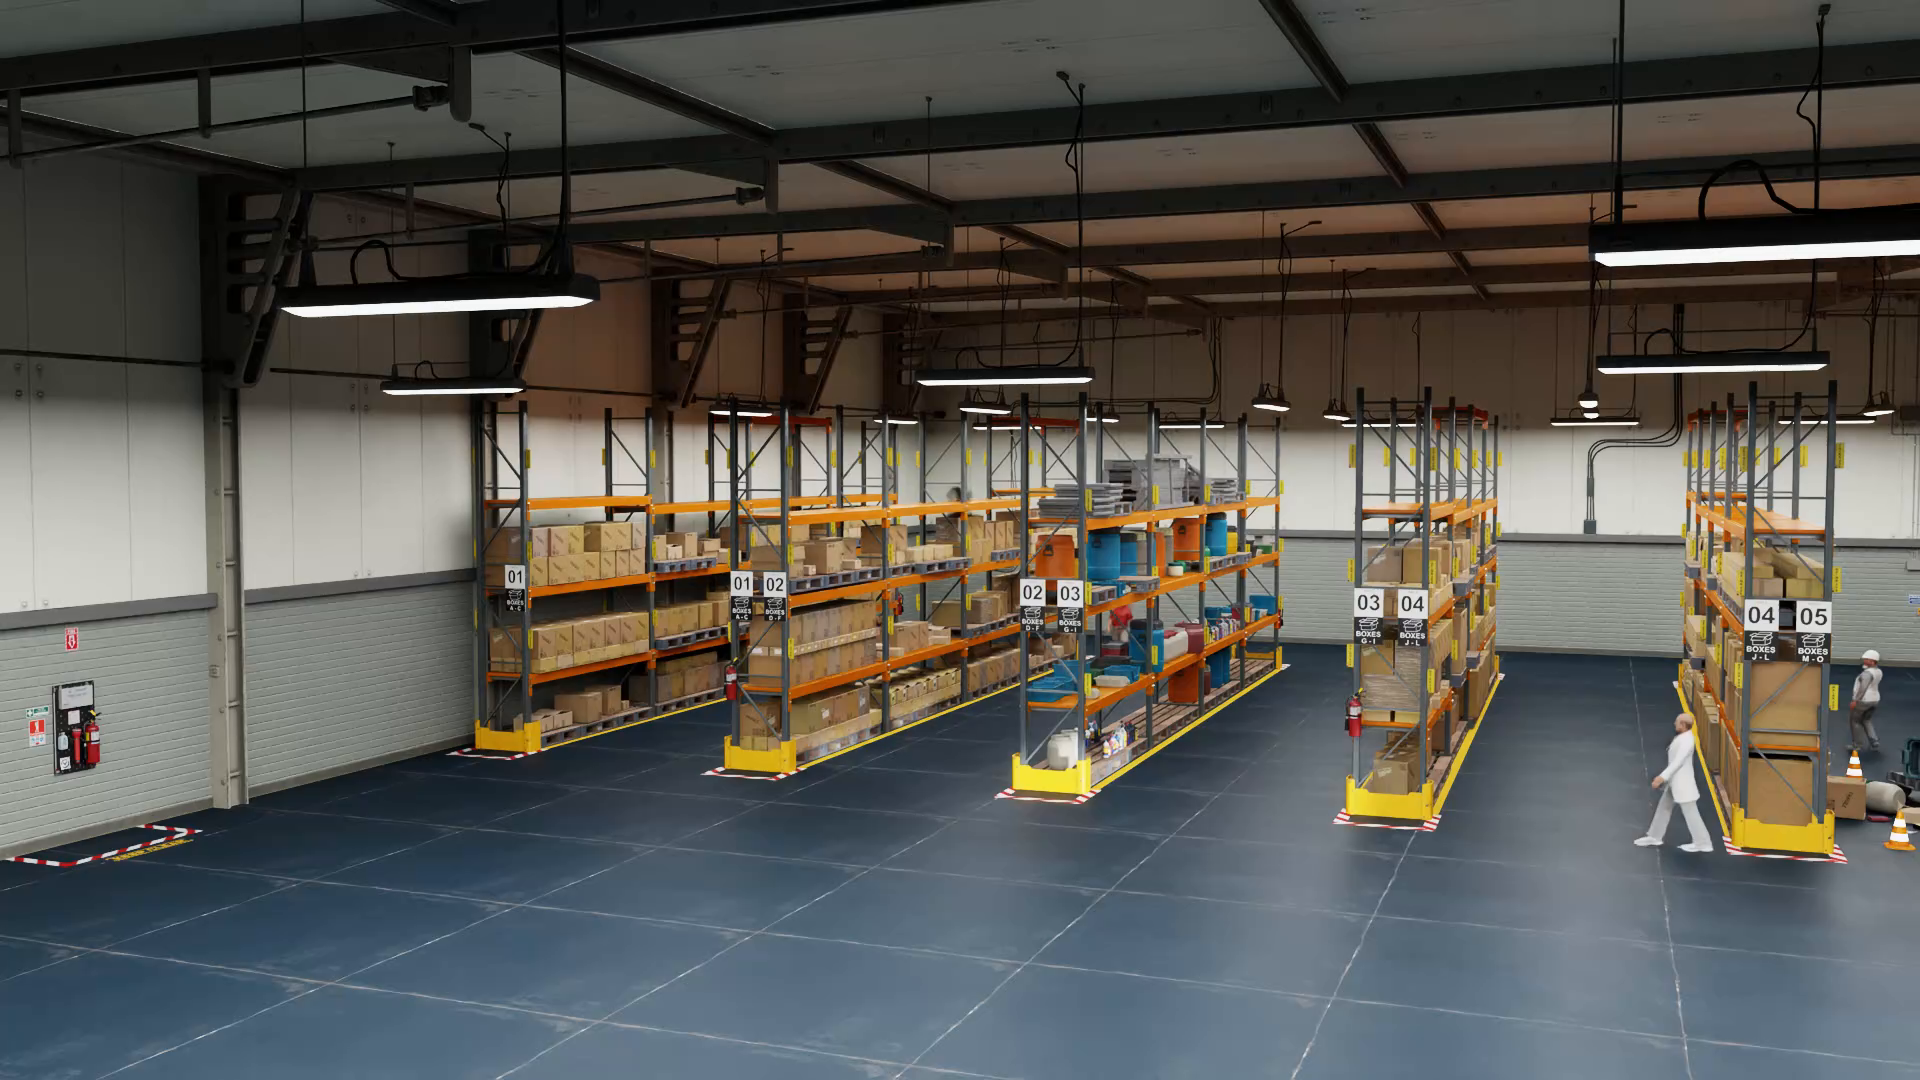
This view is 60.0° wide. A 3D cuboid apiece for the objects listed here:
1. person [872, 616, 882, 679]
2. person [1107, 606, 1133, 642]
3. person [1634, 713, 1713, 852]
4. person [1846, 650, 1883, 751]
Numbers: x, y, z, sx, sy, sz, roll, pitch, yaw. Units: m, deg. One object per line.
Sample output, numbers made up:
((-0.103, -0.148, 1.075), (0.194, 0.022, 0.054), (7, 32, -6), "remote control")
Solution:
((-1.668, 2.455, 35.703), (0.538, 1.637, 0.382), (-2, 4, -39), "person")
((3.856, 2.199, 40.052), (0.610, 1.652, 1.026), (1, 3, 19), "person")
((9.110, 3.089, 21.207), (0.927, 1.769, 0.666), (1, 3, 22), "person")
((15.481, 2.766, 28.520), (0.573, 1.773, 0.568), (-1, 3, -23), "person")
